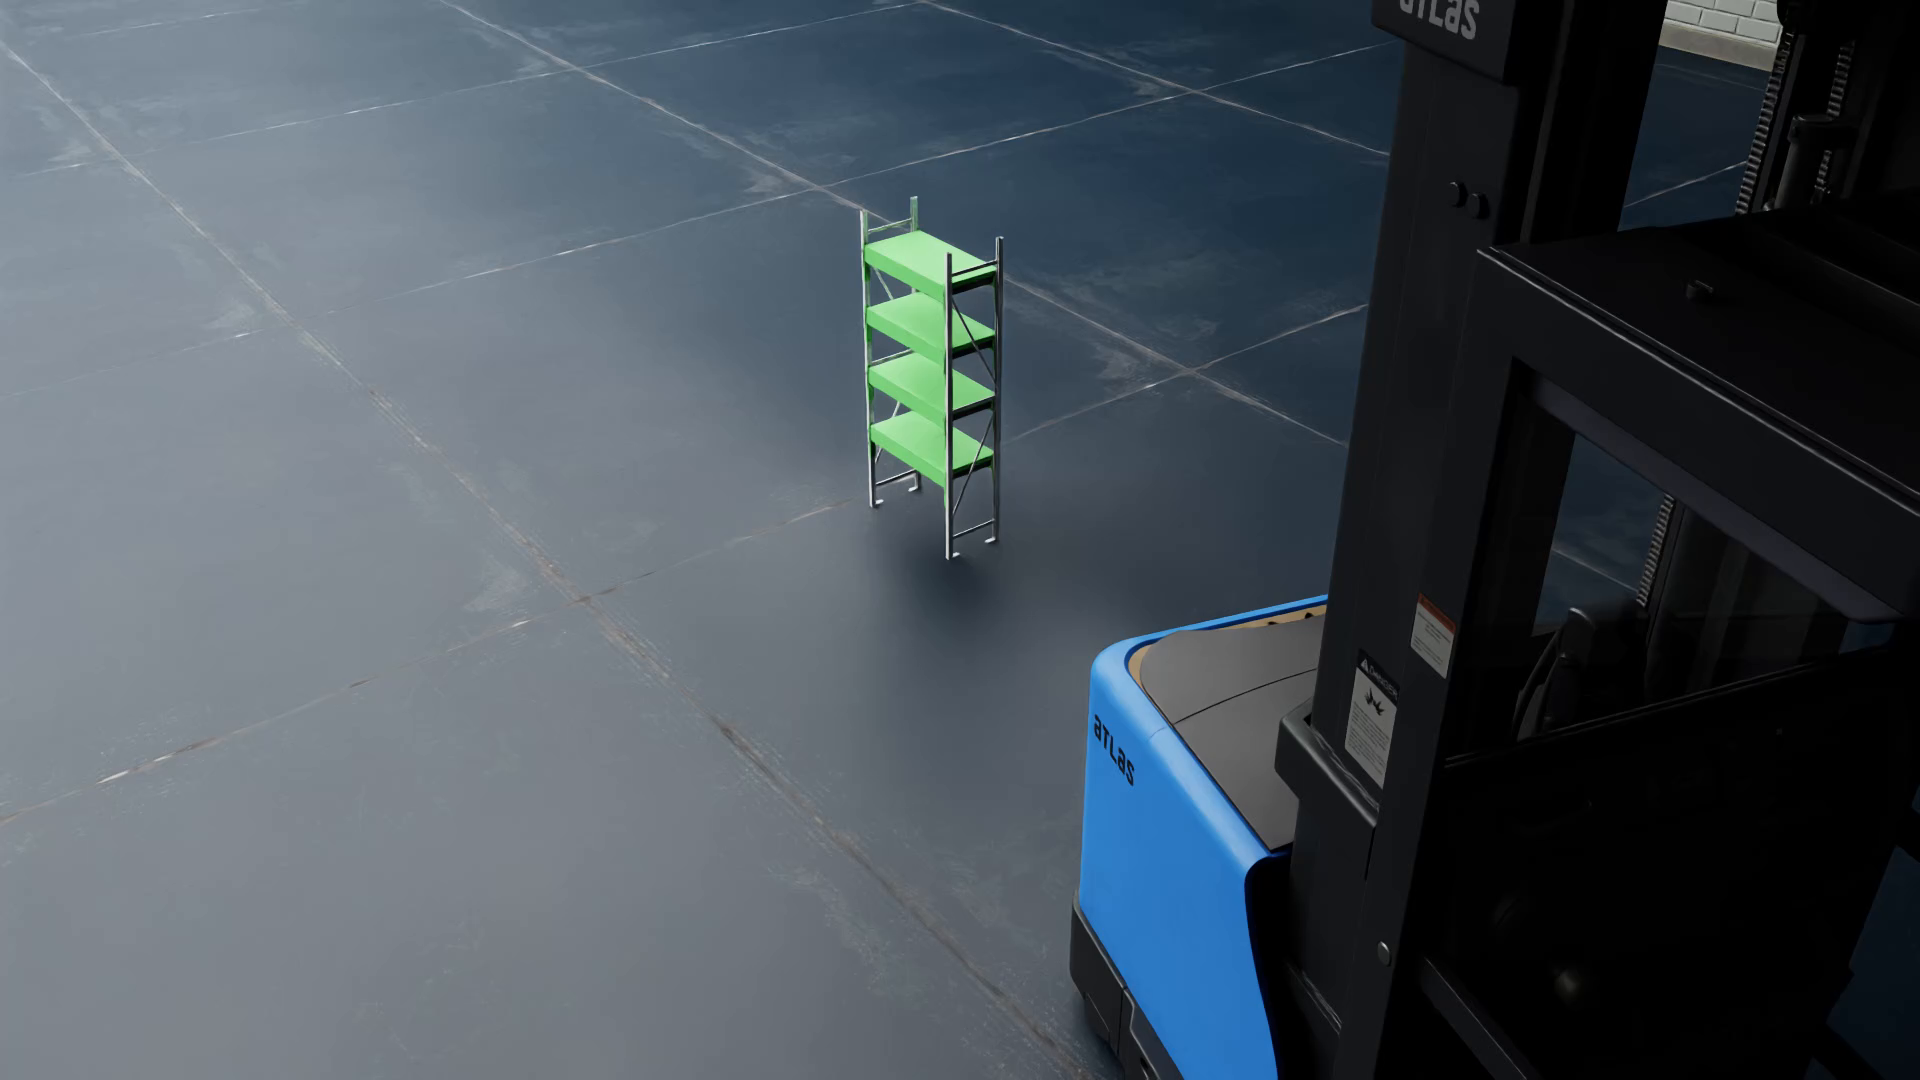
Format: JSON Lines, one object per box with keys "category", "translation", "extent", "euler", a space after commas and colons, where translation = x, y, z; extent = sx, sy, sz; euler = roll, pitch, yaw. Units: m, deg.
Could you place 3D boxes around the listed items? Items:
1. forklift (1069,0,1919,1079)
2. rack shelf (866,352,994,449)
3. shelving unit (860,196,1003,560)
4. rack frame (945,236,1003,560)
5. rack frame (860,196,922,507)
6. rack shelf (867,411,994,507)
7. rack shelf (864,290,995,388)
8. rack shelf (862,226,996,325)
{"category": "forklift", "translation": [1.277, 0.548, 2.590], "extent": [1.130, 2.935, 3.031], "euler": [-11, 34, -17]}
{"category": "rack shelf", "translation": [-0.102, -0.524, 6.078], "extent": [0.258, 0.148, 0.480], "euler": [-22, 38, -31]}
{"category": "shelving unit", "translation": [-0.102, -0.579, 6.045], "extent": [0.258, 1.200, 0.503], "euler": [-22, 38, -31]}
{"category": "rack frame", "translation": [0.048, -0.477, 5.881], "extent": [0.240, 1.200, 0.015], "euler": [-22, 38, -31]}
{"category": "rack frame", "translation": [-0.251, -0.680, 6.208], "extent": [0.240, 1.200, 0.015], "euler": [-22, 38, -31]}
{"category": "rack shelf", "translation": [-0.102, -0.321, 6.205], "extent": [0.258, 0.148, 0.480], "euler": [-22, 38, -31]}
{"category": "rack shelf", "translation": [-0.101, -0.728, 5.952], "extent": [0.258, 0.148, 0.480], "euler": [-22, 38, -31]}
{"category": "rack shelf", "translation": [-0.101, -0.932, 5.825], "extent": [0.258, 0.148, 0.480], "euler": [-22, 38, -31]}
